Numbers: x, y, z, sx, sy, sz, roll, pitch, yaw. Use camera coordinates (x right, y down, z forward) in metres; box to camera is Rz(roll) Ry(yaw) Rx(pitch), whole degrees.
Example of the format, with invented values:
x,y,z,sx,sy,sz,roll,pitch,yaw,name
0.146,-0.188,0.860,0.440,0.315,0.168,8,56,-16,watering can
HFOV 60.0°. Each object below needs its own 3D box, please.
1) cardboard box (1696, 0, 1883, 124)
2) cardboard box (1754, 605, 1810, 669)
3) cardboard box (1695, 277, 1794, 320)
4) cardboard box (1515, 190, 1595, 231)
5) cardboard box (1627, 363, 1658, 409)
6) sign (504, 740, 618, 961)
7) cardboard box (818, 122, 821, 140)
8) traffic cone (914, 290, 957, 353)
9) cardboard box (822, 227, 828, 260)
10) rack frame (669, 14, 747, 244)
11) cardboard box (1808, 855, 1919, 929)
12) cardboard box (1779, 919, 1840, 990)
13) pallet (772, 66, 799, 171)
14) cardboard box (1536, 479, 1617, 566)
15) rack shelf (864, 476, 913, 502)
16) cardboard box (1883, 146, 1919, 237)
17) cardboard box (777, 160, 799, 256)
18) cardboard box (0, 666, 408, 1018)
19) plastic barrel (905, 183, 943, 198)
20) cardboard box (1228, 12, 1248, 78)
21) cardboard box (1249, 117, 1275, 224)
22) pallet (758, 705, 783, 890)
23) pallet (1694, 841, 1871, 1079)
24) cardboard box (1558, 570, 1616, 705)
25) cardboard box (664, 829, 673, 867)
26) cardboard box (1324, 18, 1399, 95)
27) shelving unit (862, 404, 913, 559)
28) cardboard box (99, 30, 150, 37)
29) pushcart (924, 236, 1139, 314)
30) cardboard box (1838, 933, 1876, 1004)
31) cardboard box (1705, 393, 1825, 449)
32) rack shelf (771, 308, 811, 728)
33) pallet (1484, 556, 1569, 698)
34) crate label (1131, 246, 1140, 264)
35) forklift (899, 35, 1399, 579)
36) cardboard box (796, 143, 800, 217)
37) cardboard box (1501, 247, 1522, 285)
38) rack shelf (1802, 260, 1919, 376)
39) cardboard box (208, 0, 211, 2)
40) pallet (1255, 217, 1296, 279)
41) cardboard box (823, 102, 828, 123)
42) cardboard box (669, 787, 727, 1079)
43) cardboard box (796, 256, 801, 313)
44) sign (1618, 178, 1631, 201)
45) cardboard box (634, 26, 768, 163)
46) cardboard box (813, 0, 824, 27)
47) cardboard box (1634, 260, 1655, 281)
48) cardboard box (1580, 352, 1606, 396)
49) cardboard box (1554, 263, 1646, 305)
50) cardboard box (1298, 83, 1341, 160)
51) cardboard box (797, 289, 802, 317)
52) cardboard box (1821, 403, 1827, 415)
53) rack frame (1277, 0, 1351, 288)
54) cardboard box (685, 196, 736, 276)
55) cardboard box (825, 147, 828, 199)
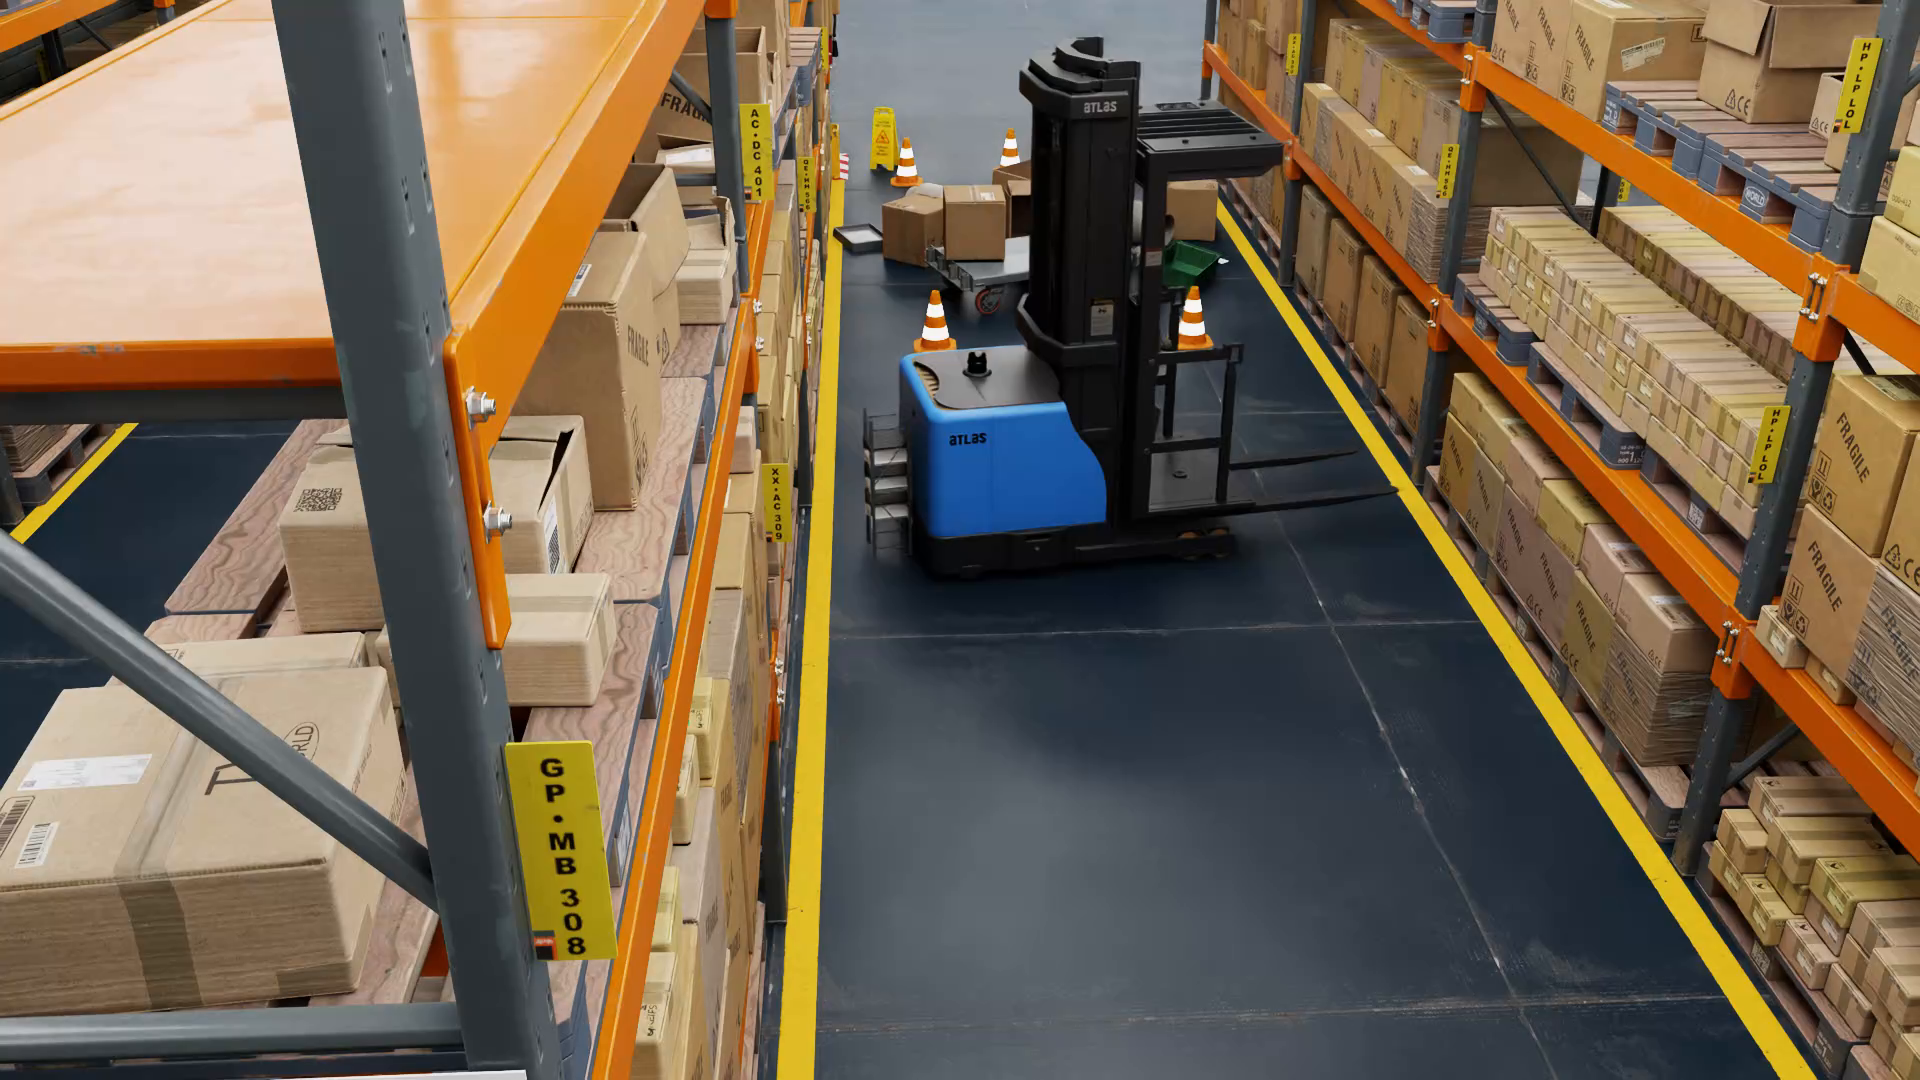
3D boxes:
x,y,z,sx,sy,sz,roll,pitch,yaw,name
3.747,-2.149,7.318,0.797,0.503,0.637,-2,28,-3,cardboard box
3.385,0.379,6.551,0.380,0.149,0.250,0,28,-1,cardboard box
4.036,-1.244,8.566,0.380,0.149,0.250,0,28,0,cardboard box
3.734,-1.976,10.687,0.500,0.500,0.500,-1,28,-2,cardboard box
3.423,-0.739,7.919,0.380,0.149,0.250,-3,28,-5,cardboard box
-0.478,0.379,2.004,0.100,0.325,0.005,-1,28,-3,sign
-1.355,-3.441,13.875,0.380,0.149,0.250,-2,28,-3,cardboard box
-0.196,-1.735,13.077,0.336,0.463,0.334,-1,28,-3,traffic cone
-1.420,-2.645,14.597,0.500,0.250,0.500,-3,28,-5,cardboard box
-1.241,-2.364,5.052,1.000,3.000,0.127,-1,28,-3,rack frame
3.525,1.352,6.400,0.380,0.149,0.250,-2,28,-3,cardboard box
3.474,1.620,6.530,0.380,0.149,0.250,-2,28,-3,cardboard box
-1.302,-1.986,7.774,1.003,0.211,1.213,0,28,0,pallet
3.350,-0.100,8.637,0.500,0.250,0.500,-3,28,-5,cardboard box
-0.431,-0.316,9.955,0.258,0.077,0.200,-6,28,-12,rack shelf
3.482,-1.128,5.547,0.500,0.250,0.500,0,28,-1,cardboard box
-1.162,-1.807,9.282,0.500,0.500,0.500,-2,28,-4,cardboard box
-1.146,0.443,2.513,0.500,0.250,0.500,-4,28,-7,cardboard box
-0.248,-3.187,15.902,0.512,0.421,0.421,19,33,32,plastic barrel
3.089,-4.794,16.035,0.875,0.550,0.550,-1,28,-3,cardboard box
3.265,-3.518,15.594,0.875,0.875,0.875,-1,28,-2,cardboard box
-1.357,1.177,7.764,1.003,0.211,1.213,-1,28,-3,pallet
3.767,1.675,6.810,1.003,0.211,1.213,-1,28,-3,pallet
3.380,0.479,8.337,0.500,0.500,0.500,-2,28,-4,cardboard box
-0.857,0.714,3.747,0.380,0.149,0.250,-1,28,-2,cardboard box
3.311,-3.824,13.148,0.700,0.500,0.500,-2,28,-4,cardboard box
-0.431,-0.346,9.940,0.258,0.900,0.210,-6,28,-12,shelving unit
-6.933,-4.120,13.775,0.380,0.149,0.250,-2,28,-3,cardboard box
0.615,-2.314,14.280,1.648,0.377,0.936,-11,30,-20,pushcart
3.559,1.601,6.243,0.380,0.149,0.250,-3,28,-5,cardboard box
3.466,-0.514,7.166,0.380,0.149,0.250,-2,28,-4,cardboard box
-1.346,-0.309,8.377,1.077,0.370,4.000,-1,28,-3,rack shelf
3.588,0.441,9.175,1.003,0.211,1.213,-1,28,-3,pallet
1.644,-2.566,15.022,0.298,0.136,0.250,-23,35,-37,crate label
1.190,-1.409,9.783,3.031,2.935,1.130,-6,28,-11,forklift
-1.243,-2.128,10.202,0.500,0.500,0.500,-2,28,-4,cardboard box
3.329,-1.571,9.515,0.380,0.149,0.250,0,28,0,cardboard box
3.801,0.042,4.460,1.077,0.370,4.000,-1,28,-3,rack shelf
-6.976,-4.949,15.364,0.380,0.149,0.250,-1,28,-1,cardboard box
3.317,-2.682,15.164,1.003,0.211,1.213,-1,28,-3,pallet
-1.457,-4.064,15.805,0.380,0.149,0.250,0,28,0,cardboard box
-0.842,0.951,3.994,0.500,0.500,0.500,-2,28,-3,cardboard box
-1.171,-1.489,9.483,0.500,0.250,0.500,-1,28,-3,cardboard box
4.029,-2.214,10.084,0.100,0.325,0.005,-1,28,-3,sign
-0.998,-1.679,6.420,0.500,0.500,0.500,-2,28,-4,cardboard box
-1.466,-4.227,13.600,0.700,0.500,0.500,-2,28,-3,cardboard box
4.000,-1.463,9.307,0.380,0.149,0.250,-1,28,-1,cardboard box
3.393,-0.849,8.451,0.380,0.149,0.250,-2,28,-4,cardboard box
3.373,-1.354,8.776,0.380,0.149,0.250,0,28,0,cardboard box
3.038,-3.360,13.341,0.500,0.500,0.500,-1,28,-2,cardboard box
-1.165,-1.258,9.580,0.500,0.250,0.500,-2,28,-4,cardboard box
4.106,-0.509,7.479,0.380,0.149,0.250,-1,28,-1,cardboard box
3.279,-3.565,13.842,1.000,3.000,0.127,-1,28,-3,rack frame
-0.888,-0.918,5.106,0.396,0.266,0.258,-1,28,-1,cardboard box
-1.460,-3.224,14.897,0.500,0.500,0.500,0,28,-1,cardboard box
